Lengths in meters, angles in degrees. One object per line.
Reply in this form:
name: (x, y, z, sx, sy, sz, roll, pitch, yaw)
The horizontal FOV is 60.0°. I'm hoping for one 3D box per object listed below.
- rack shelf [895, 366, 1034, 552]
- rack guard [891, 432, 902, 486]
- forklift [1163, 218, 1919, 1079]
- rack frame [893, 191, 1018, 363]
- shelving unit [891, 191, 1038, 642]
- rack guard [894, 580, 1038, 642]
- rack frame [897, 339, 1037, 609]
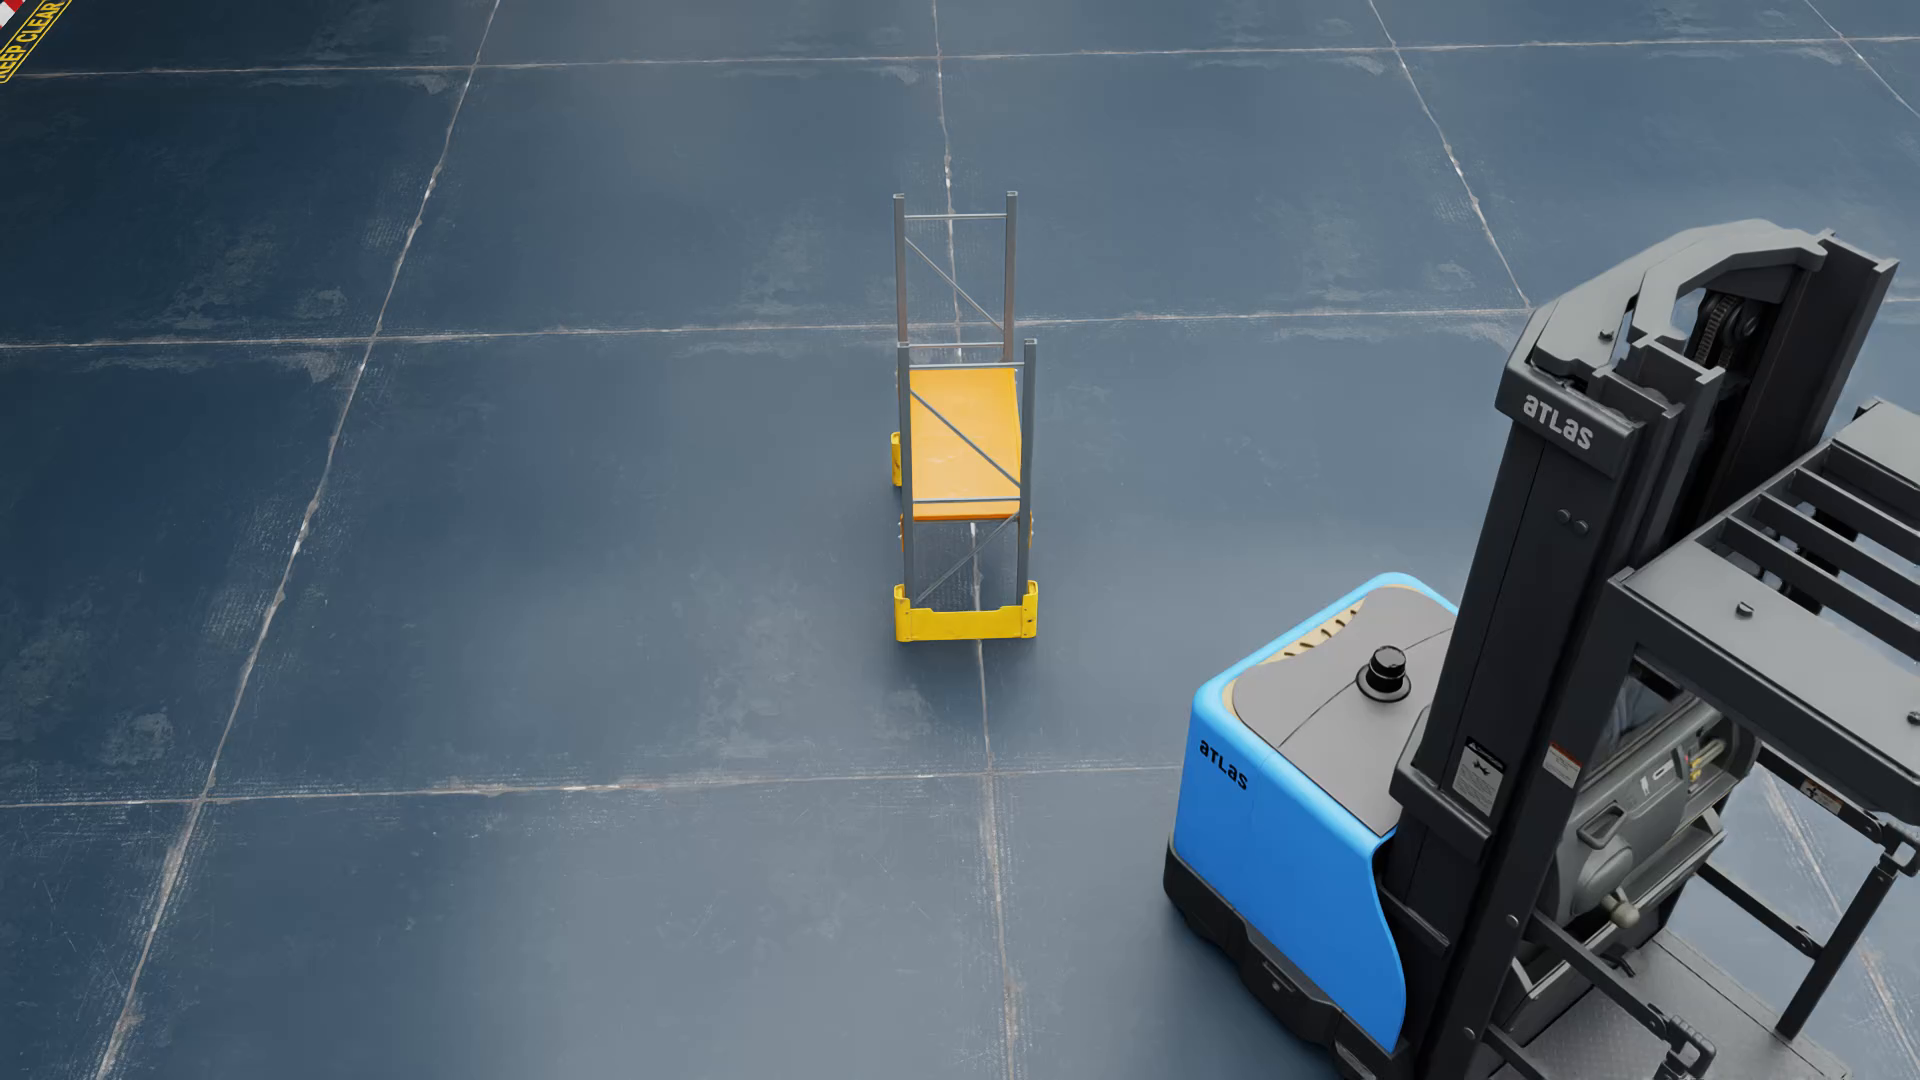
rack shelf: (0.004, -0.363, 6.952, 0.538, 0.185, 1.000, -2, 43, -2)
rack guard: (-0.018, -0.377, 7.626, 0.587, 0.250, 0.087, -2, 43, -2)
forklift: (2.025, 0.784, 4.376, 1.130, 2.935, 3.031, -28, 49, -27)
rack frame: (-0.018, -0.838, 7.204, 0.500, 1.500, 0.032, -2, 43, -2)
shelving unit: (0.003, -0.501, 6.837, 0.587, 1.500, 1.083, -2, 43, -2)
rack guard: (0.024, 0.296, 6.892, 0.587, 0.250, 0.087, -2, 43, -2)
rack frame: (0.025, -0.152, 6.456, 0.500, 1.500, 0.032, -2, 43, -2)
